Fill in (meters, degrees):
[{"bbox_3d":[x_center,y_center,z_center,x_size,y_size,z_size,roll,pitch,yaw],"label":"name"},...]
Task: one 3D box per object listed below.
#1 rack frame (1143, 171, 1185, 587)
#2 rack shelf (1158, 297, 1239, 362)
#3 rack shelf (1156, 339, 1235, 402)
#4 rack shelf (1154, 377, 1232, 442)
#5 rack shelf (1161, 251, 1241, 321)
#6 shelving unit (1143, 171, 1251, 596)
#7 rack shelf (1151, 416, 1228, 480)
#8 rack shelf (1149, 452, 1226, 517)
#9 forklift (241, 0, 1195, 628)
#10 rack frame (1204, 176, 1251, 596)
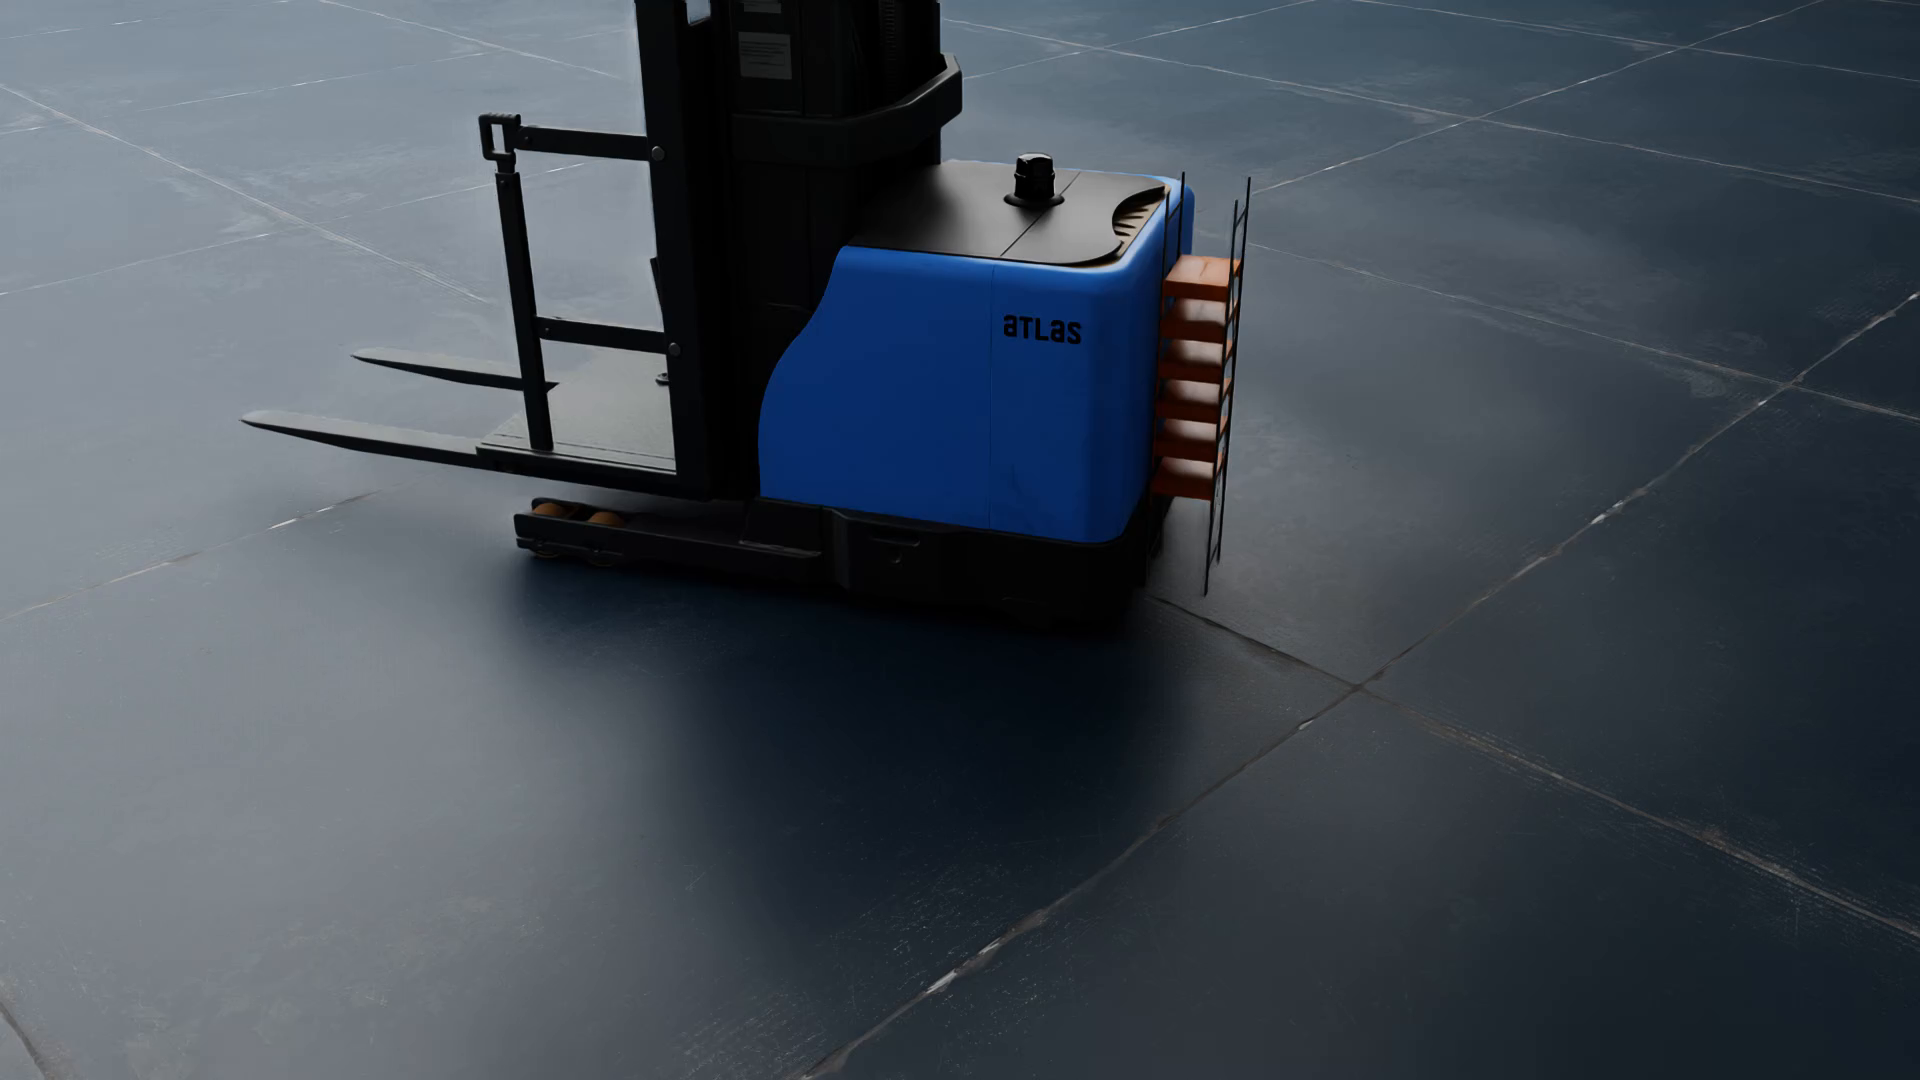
[{"bbox_3d":[0.588,-0.443,4.803,0.006,1.200,0.240,8,29,15],"label":"rack frame"},{"bbox_3d":[0.675,-0.603,4.687,0.180,0.103,0.258,8,29,15],"label":"rack shelf"},{"bbox_3d":[0.675,-0.497,4.743,0.180,0.103,0.258,8,29,15],"label":"rack shelf"},{"bbox_3d":[0.675,-0.391,4.799,0.180,0.103,0.258,8,29,15],"label":"rack shelf"},{"bbox_3d":[0.675,-0.709,4.632,0.180,0.103,0.258,8,29,15],"label":"rack shelf"},{"bbox_3d":[0.675,-0.430,4.778,0.189,1.200,0.258,8,29,15],"label":"shelving unit"},{"bbox_3d":[0.675,-0.284,4.855,0.180,0.103,0.258,8,29,15],"label":"rack shelf"},{"bbox_3d":[0.675,-0.178,4.911,0.180,0.103,0.258,8,29,15],"label":"rack shelf"},{"bbox_3d":[-0.854,-1.437,4.834,3.031,2.935,1.130,8,29,16],"label":"forklift"},{"bbox_3d":[0.762,-0.417,4.754,0.006,1.200,0.240,8,29,15],"label":"rack frame"}]
